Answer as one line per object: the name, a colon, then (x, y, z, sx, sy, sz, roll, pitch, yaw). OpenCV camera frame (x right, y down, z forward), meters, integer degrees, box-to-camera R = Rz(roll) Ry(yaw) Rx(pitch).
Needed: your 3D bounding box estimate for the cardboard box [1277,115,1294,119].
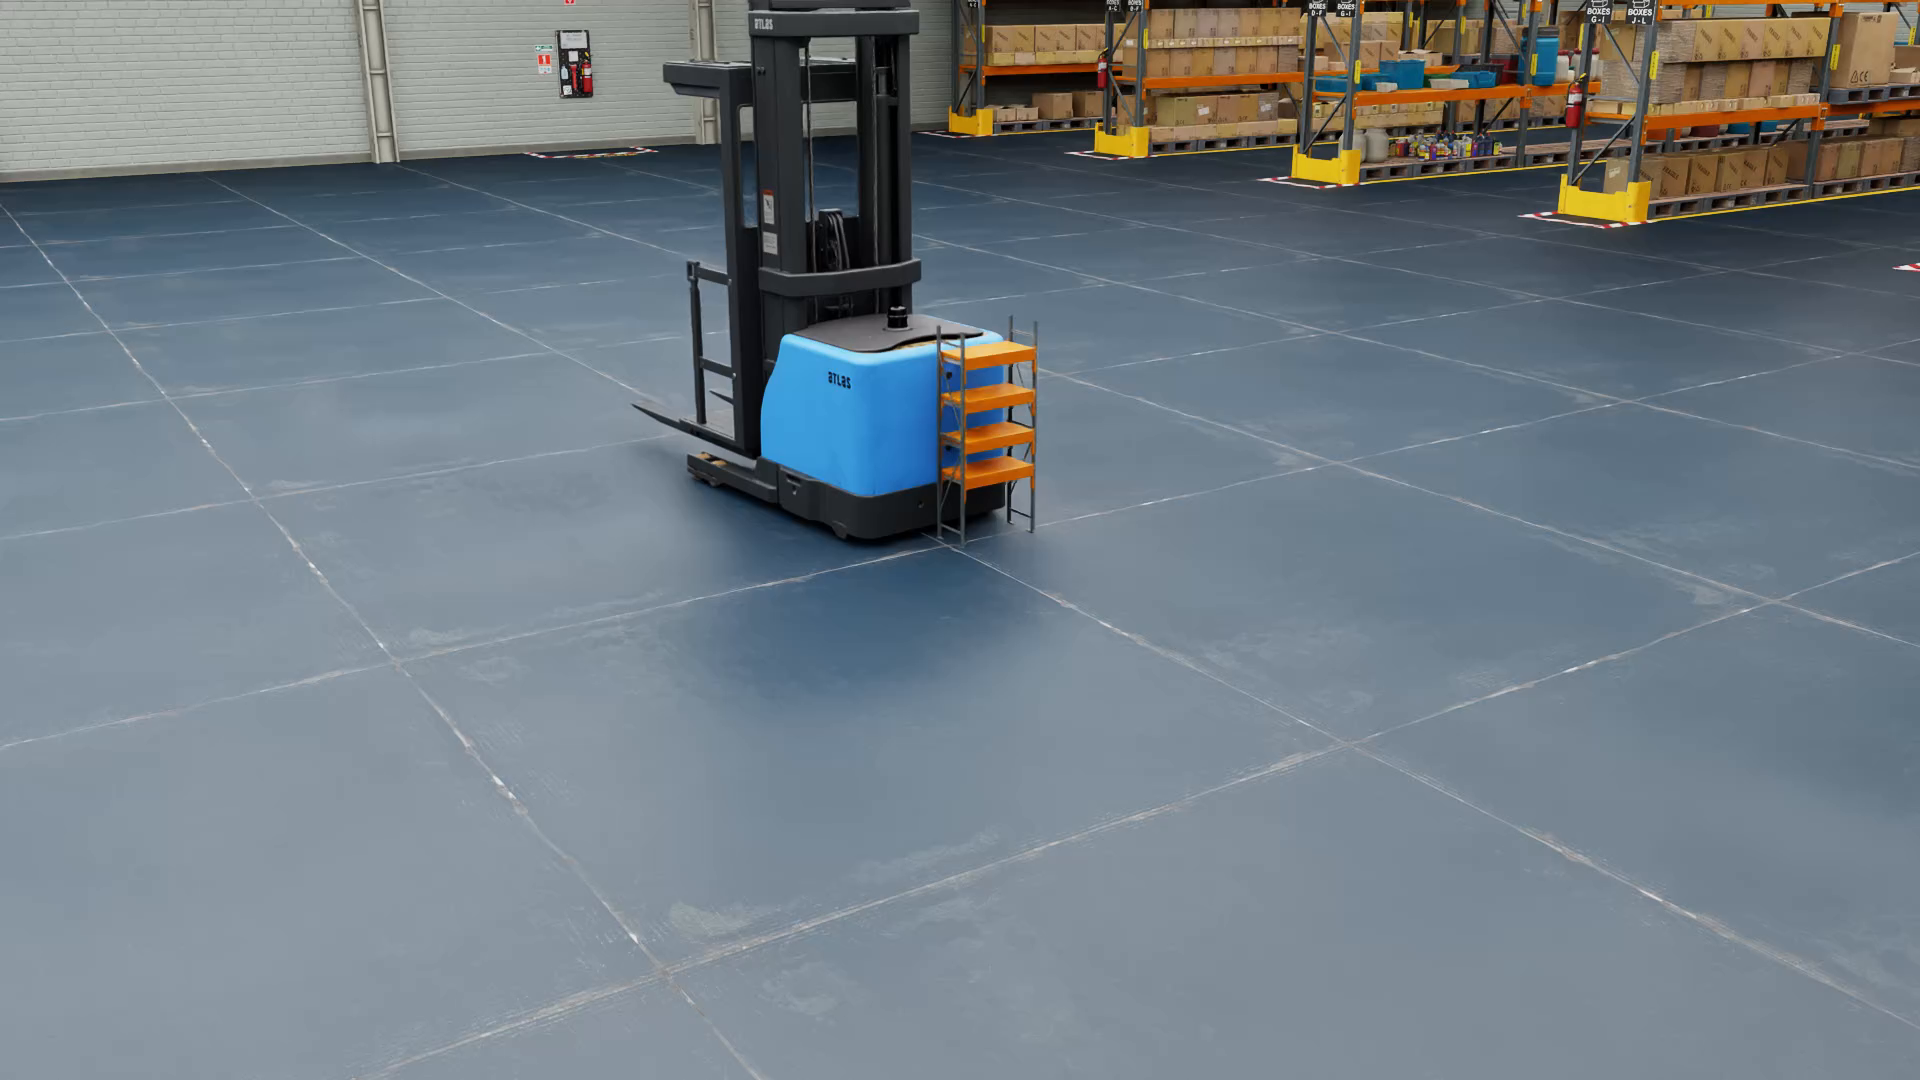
cardboard box: (6.406, -8.038, 31.976, 0.500, 0.250, 0.500, -12, 22, -32)

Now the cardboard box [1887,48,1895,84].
cardboard box: (13.061, -6.919, 24.210, 0.637, 0.503, 0.797, -9, 21, -26)

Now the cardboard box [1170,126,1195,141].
cardboard box: (3.864, -7.307, 29.813, 0.500, 0.250, 0.500, -12, 22, -31)

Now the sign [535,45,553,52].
sign: (-7.346, -8.681, 29.355, 0.331, 0.109, 0.001, -12, 22, -31)

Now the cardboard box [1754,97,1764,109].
cardboard box: (10.575, -5.899, 22.401, 0.250, 0.149, 0.380, -12, 22, -31)

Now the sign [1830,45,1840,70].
sign: (11.969, -6.607, 22.754, 0.005, 0.325, 0.100, -12, 22, -31)

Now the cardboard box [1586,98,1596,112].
cardboard box: (13.370, -9.351, 35.733, 0.500, 0.311, 0.500, -12, 22, -31)

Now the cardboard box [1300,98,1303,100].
cardboard box: (6.831, -8.395, 32.154, 0.500, 0.311, 0.500, -11, 22, -30)

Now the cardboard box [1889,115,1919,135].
cardboard box: (14.462, -6.299, 25.239, 0.500, 0.250, 0.500, -11, 22, -29)

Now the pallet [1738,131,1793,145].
pallet: (14.954, -7.629, 31.482, 1.213, 0.211, 1.003, -12, 22, -31)

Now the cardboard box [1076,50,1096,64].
cardboard box: (2.430, -9.911, 34.082, 0.500, 0.250, 0.500, -12, 22, -32)

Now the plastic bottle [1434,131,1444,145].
plastic bottle: (7.880, -6.555, 27.400, 0.185, 0.351, 0.144, -13, 23, -34)

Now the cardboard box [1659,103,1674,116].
cardboard box: (8.912, -5.543, 21.349, 0.250, 0.149, 0.380, -12, 22, -31)

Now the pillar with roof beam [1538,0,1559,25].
pillar with roof beam: (17.660, -14.827, 39.051, 0.400, 9.000, 9.100, -12, 22, -31)

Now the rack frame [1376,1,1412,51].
rack frame: (10.173, -11.725, 39.243, 0.127, 3.000, 1.000, -12, 22, -31)

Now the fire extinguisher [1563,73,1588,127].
fire extinguisher: (7.974, -5.703, 21.551, 0.183, 0.674, 0.296, -12, 22, -31)

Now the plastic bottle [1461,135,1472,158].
plastic bottle: (8.131, -6.338, 26.758, 0.185, 0.351, 0.144, -12, 22, -32)

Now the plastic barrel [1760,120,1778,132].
plastic barrel: (15.158, -8.189, 31.403, 0.708, 0.901, 0.600, -12, 22, -31)

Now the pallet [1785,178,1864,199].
pallet: (12.314, -5.158, 24.171, 1.213, 0.211, 1.003, -12, 22, -31)

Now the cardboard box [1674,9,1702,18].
cardboard box: (16.021, -11.474, 36.784, 0.500, 0.500, 0.500, -12, 22, -32)

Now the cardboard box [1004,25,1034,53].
cardboard box: (1.133, -9.993, 33.152, 0.500, 0.500, 0.500, -12, 22, -31)

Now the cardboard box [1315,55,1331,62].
cardboard box: (6.852, -9.132, 31.782, 0.258, 0.266, 0.396, -13, 22, -33)

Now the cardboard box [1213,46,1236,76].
cardboard box: (4.567, -8.686, 30.099, 0.500, 0.500, 0.700, -11, 22, -30)

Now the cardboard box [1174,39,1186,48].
cardboard box: (3.752, -8.744, 29.256, 0.250, 0.149, 0.380, -12, 22, -31)

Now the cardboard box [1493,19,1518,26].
cardboard box: (13.093, -12.479, 41.005, 0.700, 0.700, 0.980, -11, 21, -29)

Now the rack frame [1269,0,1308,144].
rack frame: (6.219, -8.991, 31.157, 0.127, 3.000, 1.000, -12, 22, -31)

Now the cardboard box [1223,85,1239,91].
cardboard box: (5.765, -9.844, 36.896, 0.500, 0.500, 0.700, -12, 22, -31)

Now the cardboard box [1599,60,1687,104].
cardboard box: (8.798, -5.914, 21.435, 0.500, 0.500, 0.875, -12, 22, -31)

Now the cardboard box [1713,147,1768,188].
cardboard box: (10.834, -5.193, 23.170, 0.500, 0.500, 0.500, -5, 19, -14)

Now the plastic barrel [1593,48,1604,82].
plastic barrel: (10.834, -8.046, 28.147, 0.433, 0.535, 0.433, 0, 19, 0)

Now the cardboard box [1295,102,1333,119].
cardboard box: (6.701, -8.160, 31.459, 0.500, 0.311, 0.500, -12, 22, -31)

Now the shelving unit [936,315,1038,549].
shelving unit: (0.147, -0.596, 9.133, 0.503, 1.200, 0.258, -13, 23, -34)

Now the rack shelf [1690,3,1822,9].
rack shelf: (13.951, -9.803, 29.997, 4.000, 0.370, 1.077, -12, 22, -31)

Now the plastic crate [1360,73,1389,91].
plastic crate: (6.398, -7.172, 26.007, 0.408, 0.251, 0.499, -12, 22, -31)

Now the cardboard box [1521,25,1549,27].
cardboard box: (11.842, -10.485, 34.764, 0.500, 0.500, 0.700, -8, 20, -23)

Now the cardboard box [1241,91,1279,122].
cardboard box: (5.528, -8.018, 30.745, 0.500, 0.500, 0.500, -12, 22, -31)

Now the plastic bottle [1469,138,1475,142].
plastic bottle: (8.298, -6.395, 27.043, 0.135, 0.276, 0.152, -12, 22, -31)

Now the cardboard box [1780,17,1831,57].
cardboard box: (11.440, -6.850, 22.642, 0.500, 0.500, 0.500, -12, 22, -31)

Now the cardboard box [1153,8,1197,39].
cardboard box: (3.756, -9.131, 29.388, 0.500, 0.500, 0.700, -13, 22, -33)

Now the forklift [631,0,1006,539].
forklift: (-1.040, -1.798, 9.985, 1.130, 2.935, 3.031, -14, 23, -36)

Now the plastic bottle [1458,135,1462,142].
plastic bottle: (8.237, -6.556, 27.508, 0.133, 0.283, 0.061, -12, 22, -31)

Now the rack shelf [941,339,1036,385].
rack shelf: (0.147, -0.968, 9.008, 0.480, 0.148, 0.258, -13, 23, -34)

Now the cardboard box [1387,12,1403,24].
cardboard box: (9.923, -12.127, 38.610, 0.500, 0.250, 0.500, -11, 22, -30)

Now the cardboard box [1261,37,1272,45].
cardboard box: (5.466, -9.105, 30.323, 0.250, 0.149, 0.380, -12, 22, -32)

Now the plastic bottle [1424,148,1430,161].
plastic bottle: (7.371, -6.098, 26.282, 0.097, 0.201, 0.097, 0, 19, 0)

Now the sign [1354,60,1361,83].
sign: (5.898, -6.945, 24.670, 0.005, 0.325, 0.100, -12, 22, -31)

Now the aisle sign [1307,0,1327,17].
aisle sign: (5.376, -8.260, 24.933, 0.004, 0.787, 0.394, -12, 22, -31)

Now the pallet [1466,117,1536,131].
pallet: (11.222, -8.710, 34.679, 1.213, 0.211, 1.003, -12, 22, -31)

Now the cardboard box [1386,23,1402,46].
cardboard box: (9.926, -11.774, 38.736, 0.500, 0.500, 0.500, -12, 22, -32)

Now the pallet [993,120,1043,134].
pallet: (0.912, -8.437, 33.872, 1.213, 0.211, 1.003, -12, 22, -31)
